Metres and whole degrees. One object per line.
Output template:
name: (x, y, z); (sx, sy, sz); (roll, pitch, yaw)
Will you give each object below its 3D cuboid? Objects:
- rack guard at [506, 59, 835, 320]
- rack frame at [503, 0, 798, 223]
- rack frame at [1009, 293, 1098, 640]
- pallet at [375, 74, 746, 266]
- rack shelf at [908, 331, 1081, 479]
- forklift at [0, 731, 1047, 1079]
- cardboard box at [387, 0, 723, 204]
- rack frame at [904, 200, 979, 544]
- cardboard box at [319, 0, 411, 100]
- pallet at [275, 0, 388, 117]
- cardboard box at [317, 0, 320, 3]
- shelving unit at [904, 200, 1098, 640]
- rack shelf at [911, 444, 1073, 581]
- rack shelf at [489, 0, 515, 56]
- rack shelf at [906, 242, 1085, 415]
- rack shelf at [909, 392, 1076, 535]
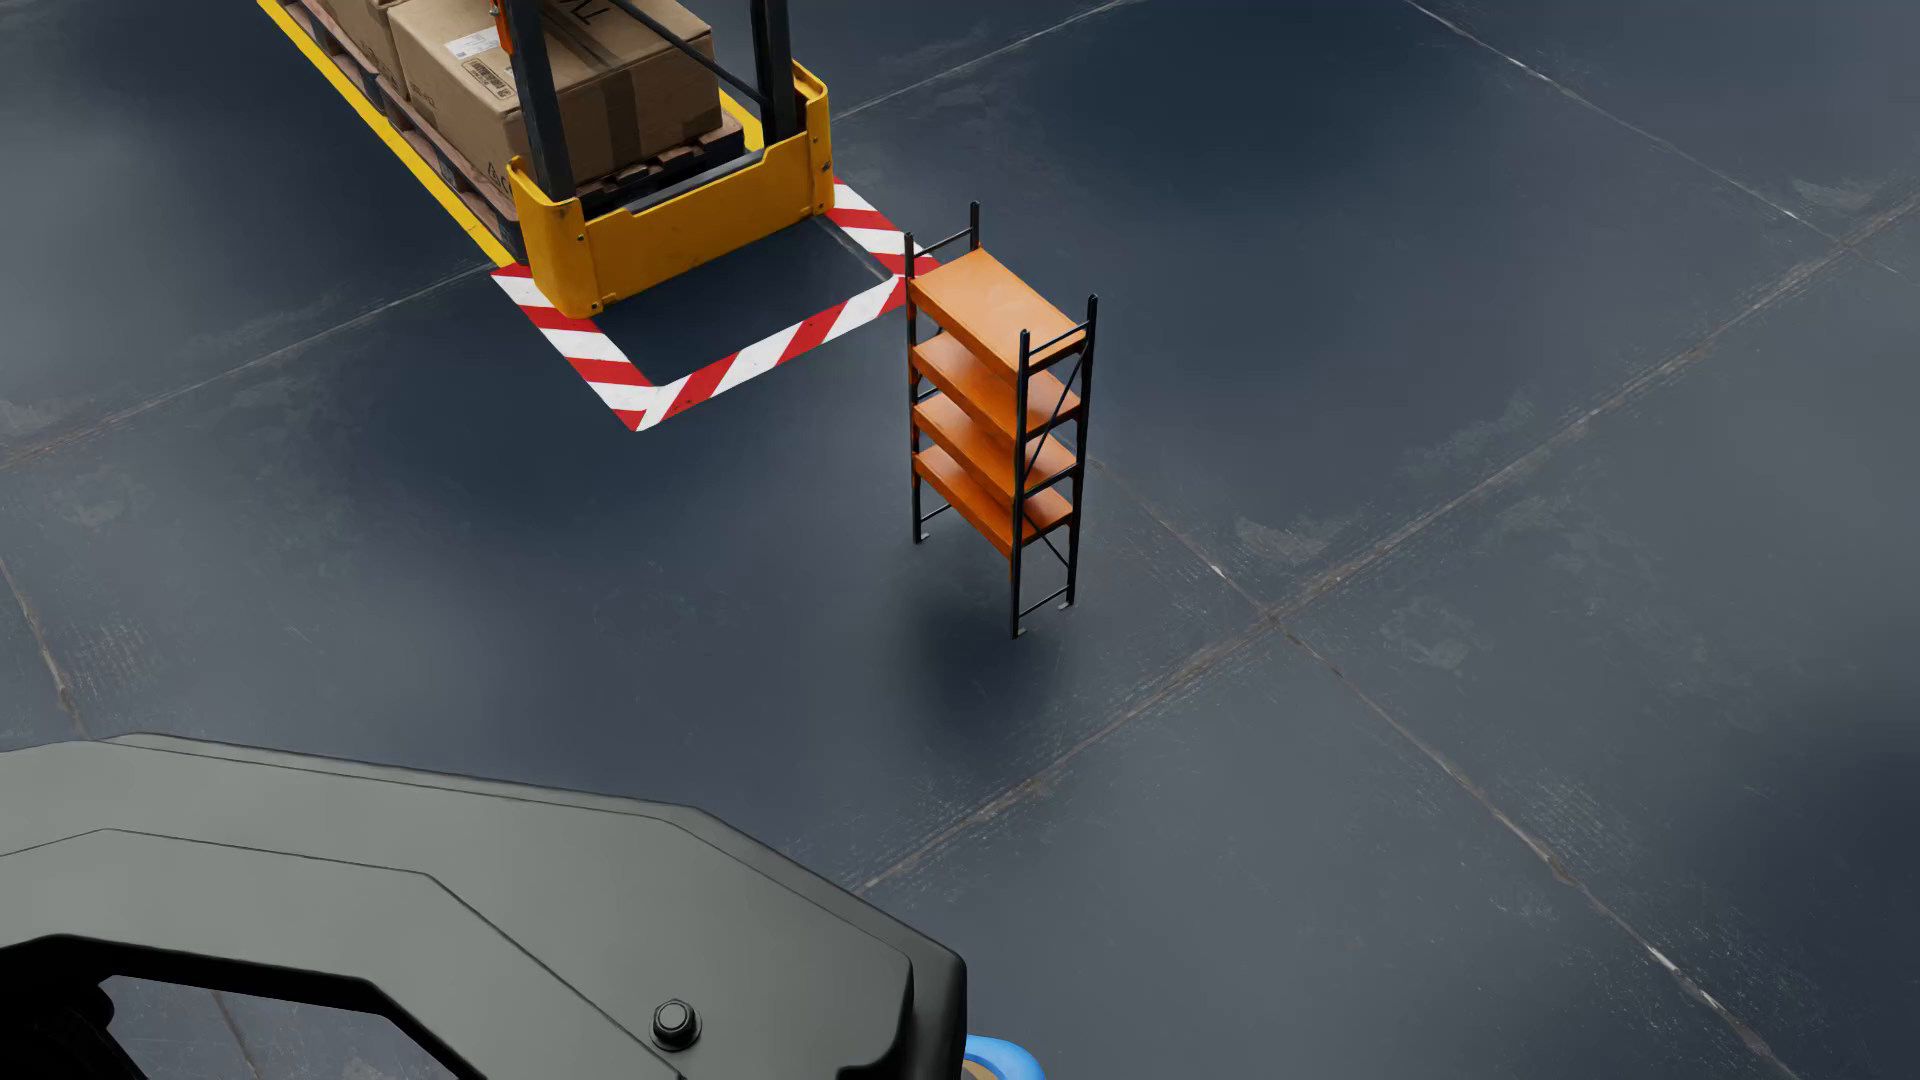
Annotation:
rack guard: (-1.025, -1.301, 6.092); (1.175, 0.500, 0.348); (-29, 54, -24)
rack frame: (-1.040, -2.155, 5.179); (1.000, 3.000, 0.127); (-29, 54, -24)
rack frame: (0.248, -0.162, 4.587); (0.240, 1.200, 0.015); (-29, 54, -24)
pallet: (-1.586, -1.654, 6.607); (1.003, 0.211, 1.213); (-29, 54, -24)
rack shelf: (0.100, -0.410, 4.601); (0.258, 0.148, 0.480); (-29, 54, -24)
forklift: (-0.564, 1.673, 1.755); (1.130, 2.935, 3.031); (7, 48, 6)
cardboard box: (-1.519, -1.779, 6.284); (0.875, 0.438, 0.875); (-31, 55, -25)
rack frame: (-0.048, -0.449, 4.847); (0.240, 1.200, 0.015); (-29, 54, -24)
cardboard box: (-2.080, -2.315, 6.770); (0.875, 0.438, 0.875); (-28, 54, -23)
pallet: (-2.321, -2.373, 7.259); (1.003, 0.211, 1.213); (-29, 54, -24)
cardboard box: (-2.625, -2.848, 7.253); (0.875, 0.438, 0.875); (-31, 55, -25)
shelving unit: (0.100, -0.305, 4.717); (0.258, 1.200, 0.503); (-29, 54, -24)
rack shelf: (0.100, -0.127, 4.914); (0.258, 0.148, 0.480); (-29, 54, -24)
rack shelf: (-2.251, -3.092, 6.514); (1.077, 0.370, 4.000); (-29, 54, -24)
rack shelf: (0.100, -0.569, 4.426); (0.258, 0.148, 0.480); (-29, 54, -24)
rack shelf: (0.100, -0.260, 4.767); (0.258, 0.148, 0.480); (-29, 54, -24)
